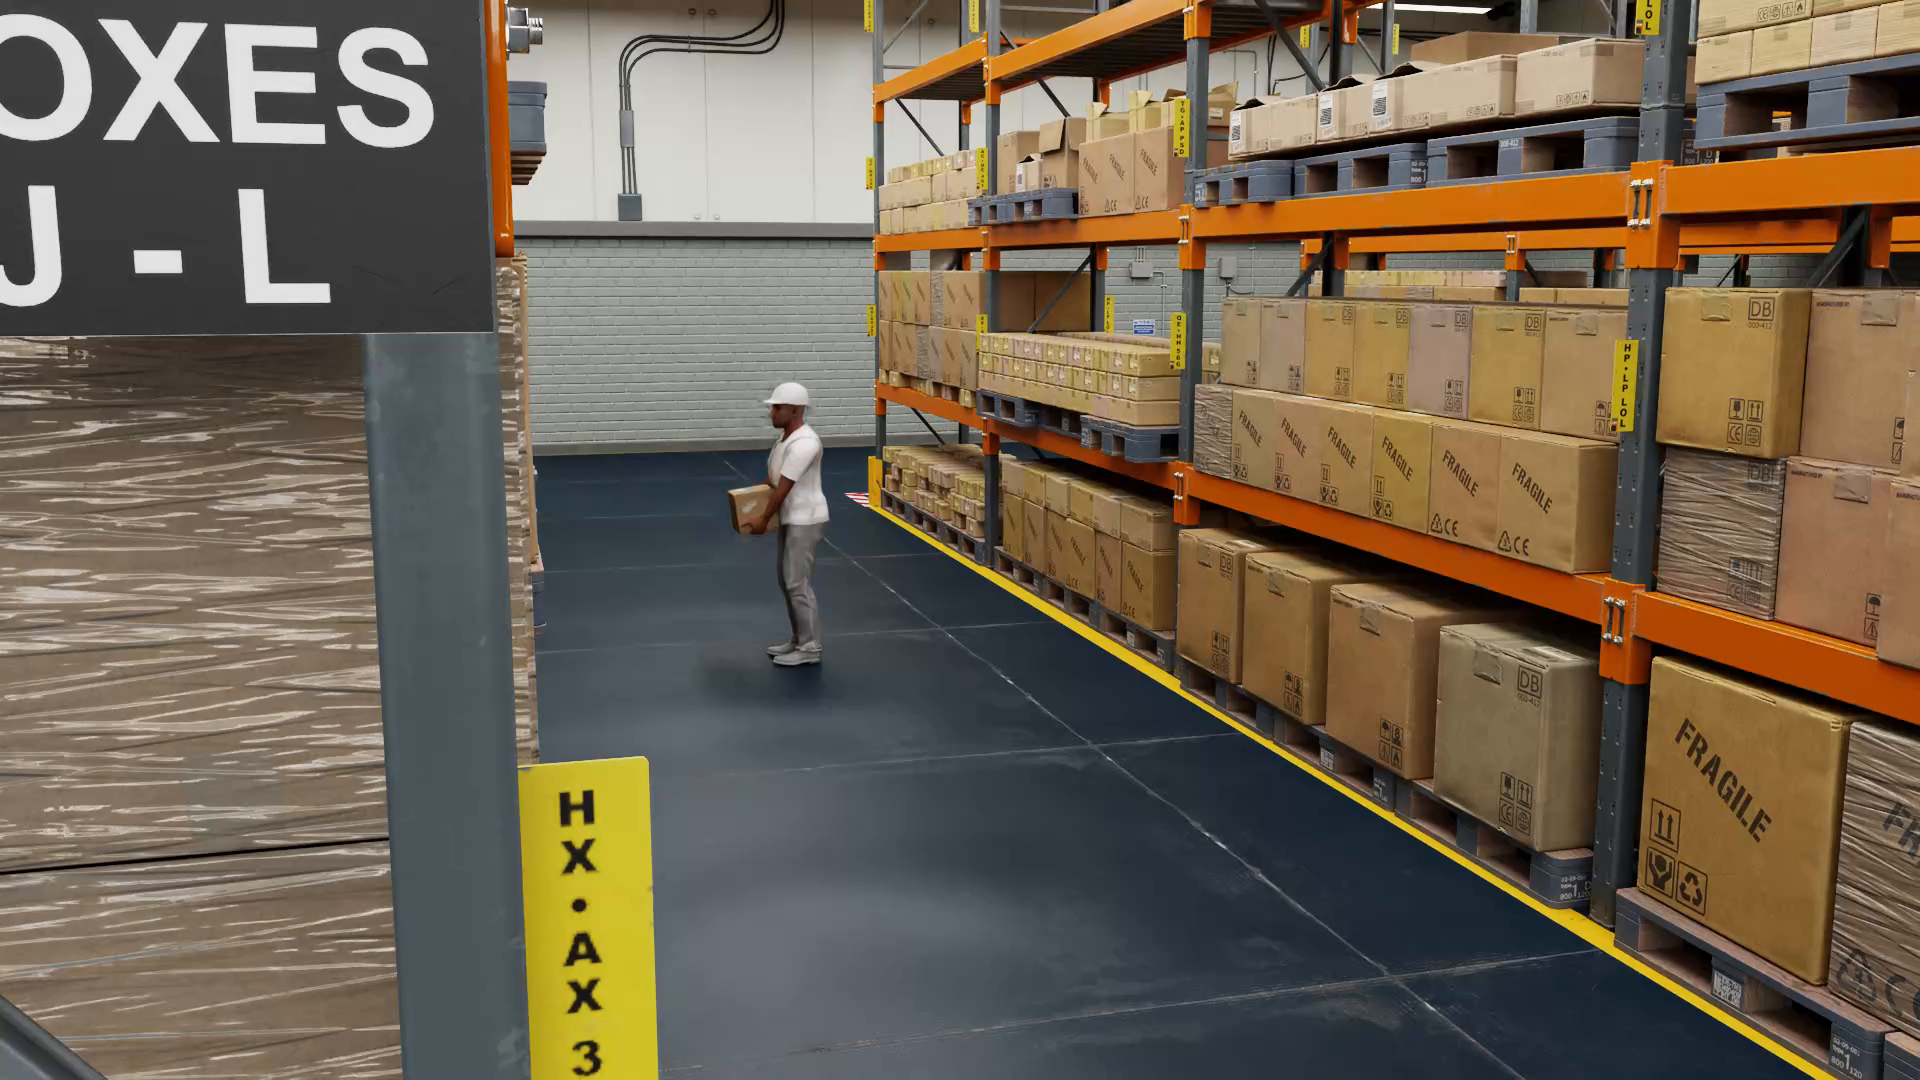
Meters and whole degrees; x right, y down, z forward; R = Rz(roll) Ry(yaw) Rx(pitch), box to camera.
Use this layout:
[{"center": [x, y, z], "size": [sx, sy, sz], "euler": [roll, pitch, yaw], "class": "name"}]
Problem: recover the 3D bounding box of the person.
[{"center": [-1.117, -0.102, 10.441], "size": [0.576, 1.761, 0.505], "euler": [-3, 10, -17], "class": "person"}]
